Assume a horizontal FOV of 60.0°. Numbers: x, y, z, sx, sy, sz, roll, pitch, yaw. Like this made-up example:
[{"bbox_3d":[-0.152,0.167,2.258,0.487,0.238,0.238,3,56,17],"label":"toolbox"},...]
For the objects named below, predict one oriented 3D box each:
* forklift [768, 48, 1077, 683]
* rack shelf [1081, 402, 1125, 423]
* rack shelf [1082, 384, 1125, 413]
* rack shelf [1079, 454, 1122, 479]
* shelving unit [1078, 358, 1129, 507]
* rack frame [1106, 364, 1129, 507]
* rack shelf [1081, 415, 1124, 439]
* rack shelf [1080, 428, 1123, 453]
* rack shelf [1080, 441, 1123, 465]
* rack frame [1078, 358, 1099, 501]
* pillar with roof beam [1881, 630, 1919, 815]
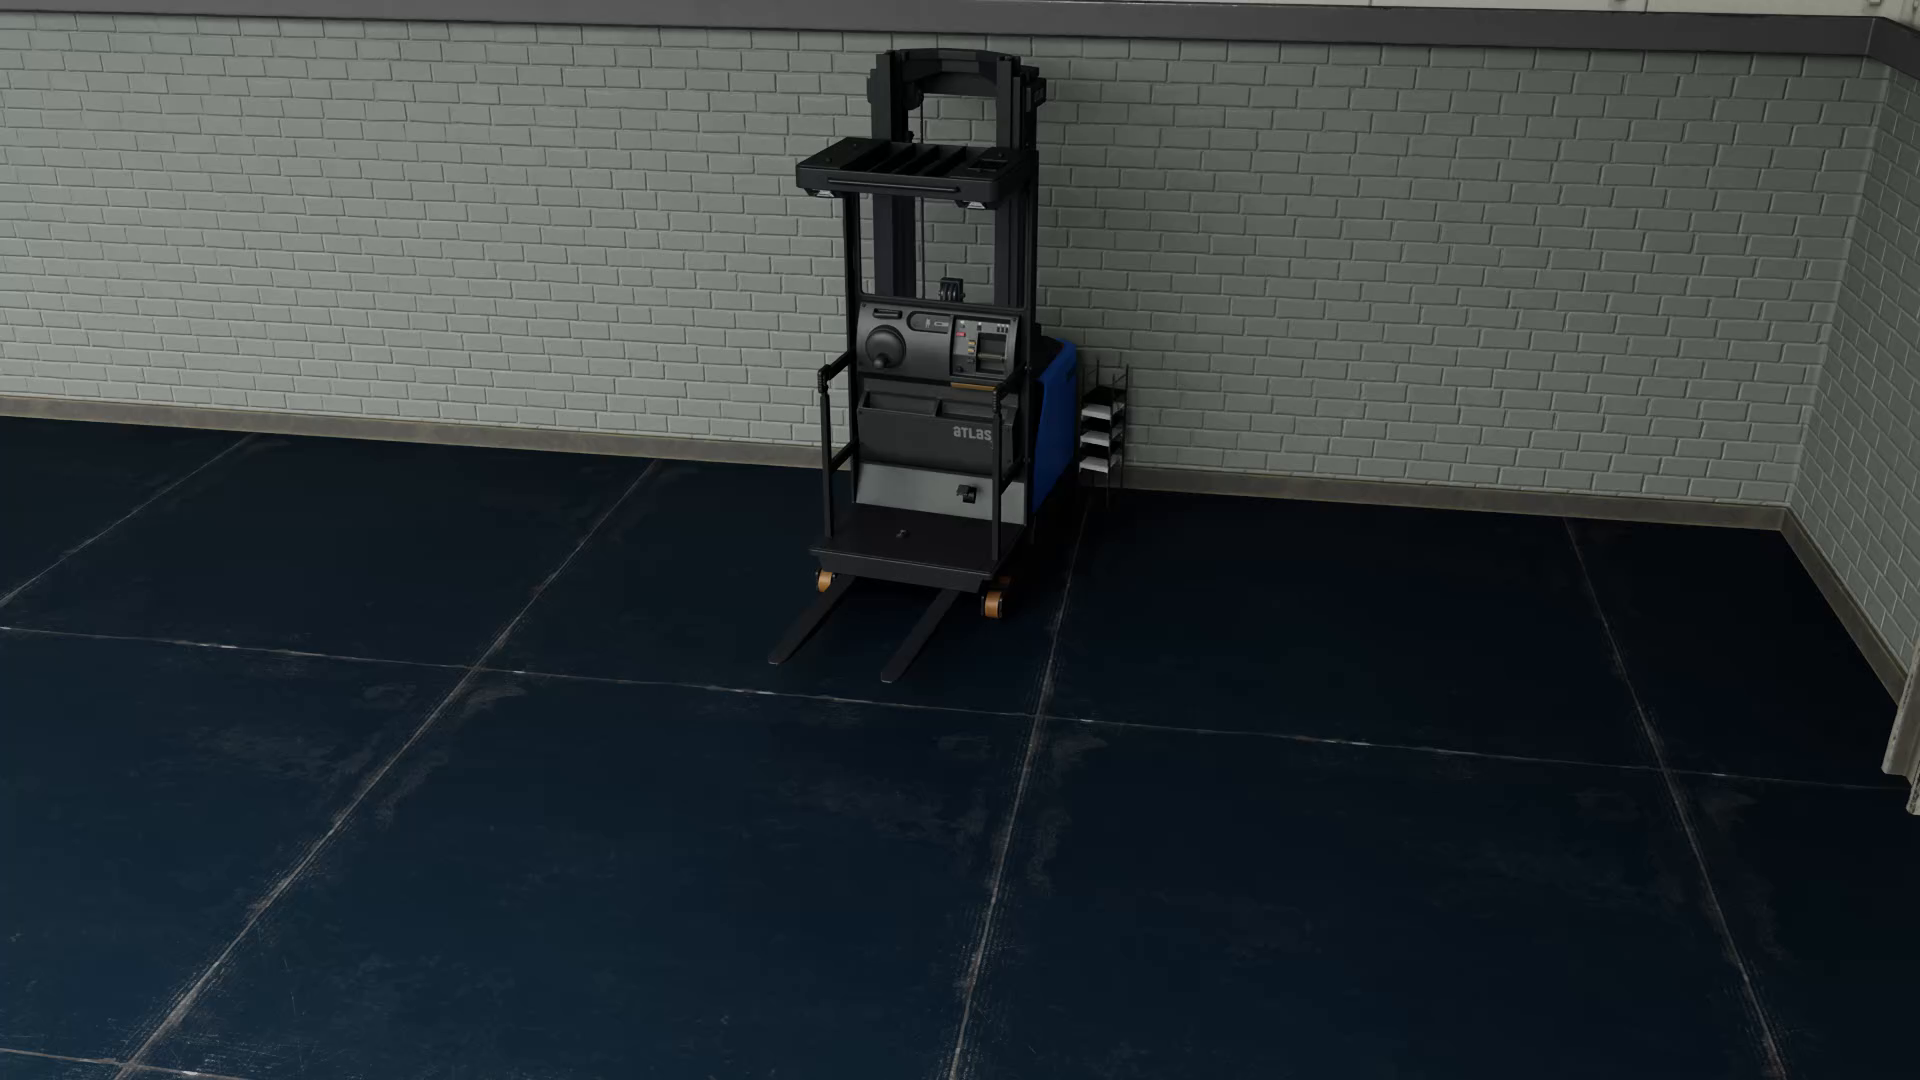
[{"bbox_3d":[-0.191,-1.075,9.088,1.130,2.935,3.031,8,26,16],"label":"forklift"},{"bbox_3d":[0.916,-0.818,10.588,0.200,0.077,0.258,13,28,25],"label":"rack shelf"},{"bbox_3d":[0.916,-0.899,10.549,0.200,0.077,0.258,13,28,25],"label":"rack shelf"},{"bbox_3d":[0.914,-0.492,10.741,0.200,0.077,0.258,13,28,25],"label":"rack shelf"},{"bbox_3d":[0.915,-0.685,10.650,0.210,0.900,0.258,13,28,25],"label":"shelving unit"},{"bbox_3d":[1.004,-0.664,10.607,0.006,0.900,0.240,13,28,25],"label":"rack frame"},{"bbox_3d":[0.915,-0.736,10.626,0.200,0.077,0.258,13,28,25],"label":"rack shelf"},{"bbox_3d":[0.915,-0.655,10.665,0.200,0.077,0.258,13,28,25],"label":"rack shelf"},{"bbox_3d":[0.914,-0.574,10.703,0.200,0.077,0.258,13,28,25],"label":"rack shelf"},{"bbox_3d":[0.825,-0.706,10.694,0.006,0.900,0.240,13,28,25],"label":"rack frame"},{"bbox_3d":[0.268,-3.197,6.466,9.100,9.000,0.400,4,25,9],"label":"pillar with roof beam"}]
